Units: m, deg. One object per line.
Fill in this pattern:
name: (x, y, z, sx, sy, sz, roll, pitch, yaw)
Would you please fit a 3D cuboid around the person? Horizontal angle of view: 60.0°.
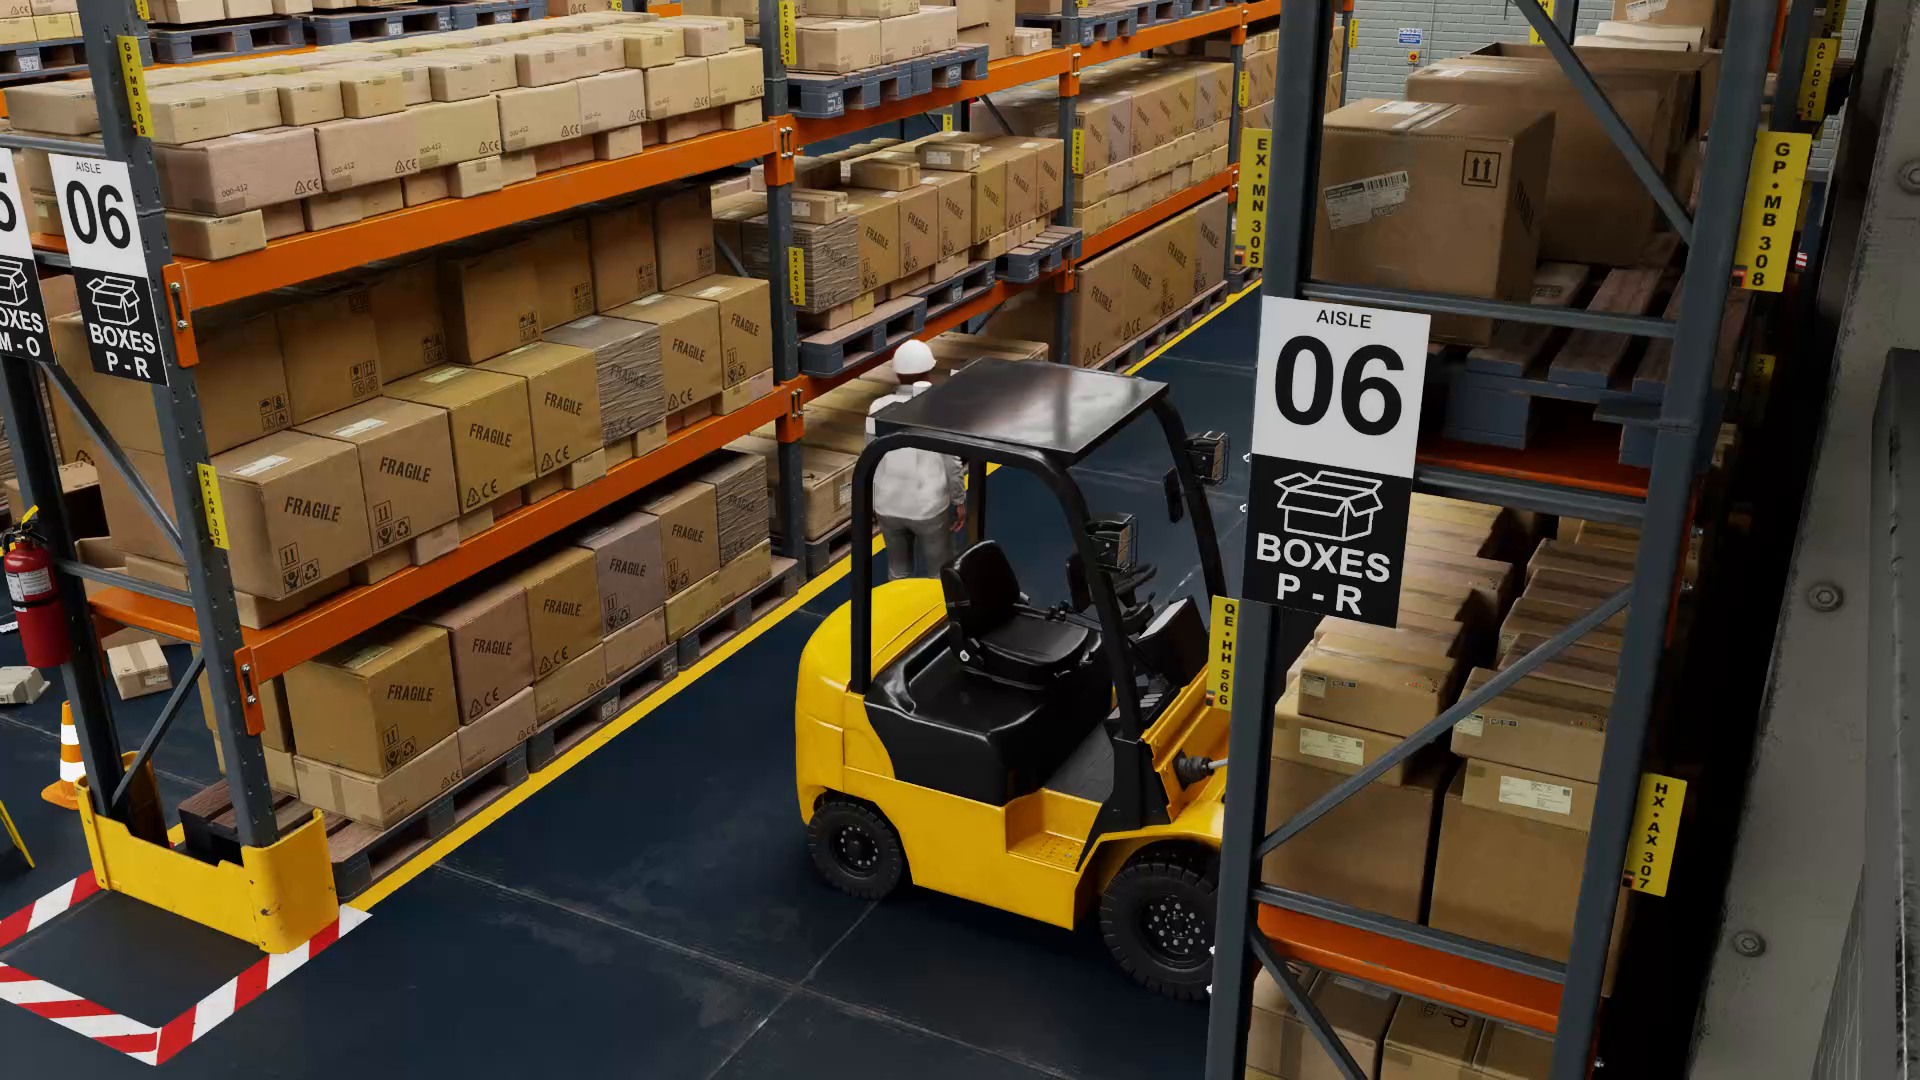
person: (-0.245, -0.213, 9.072, 0.580, 1.770, 0.470, 8, 24, 18)
